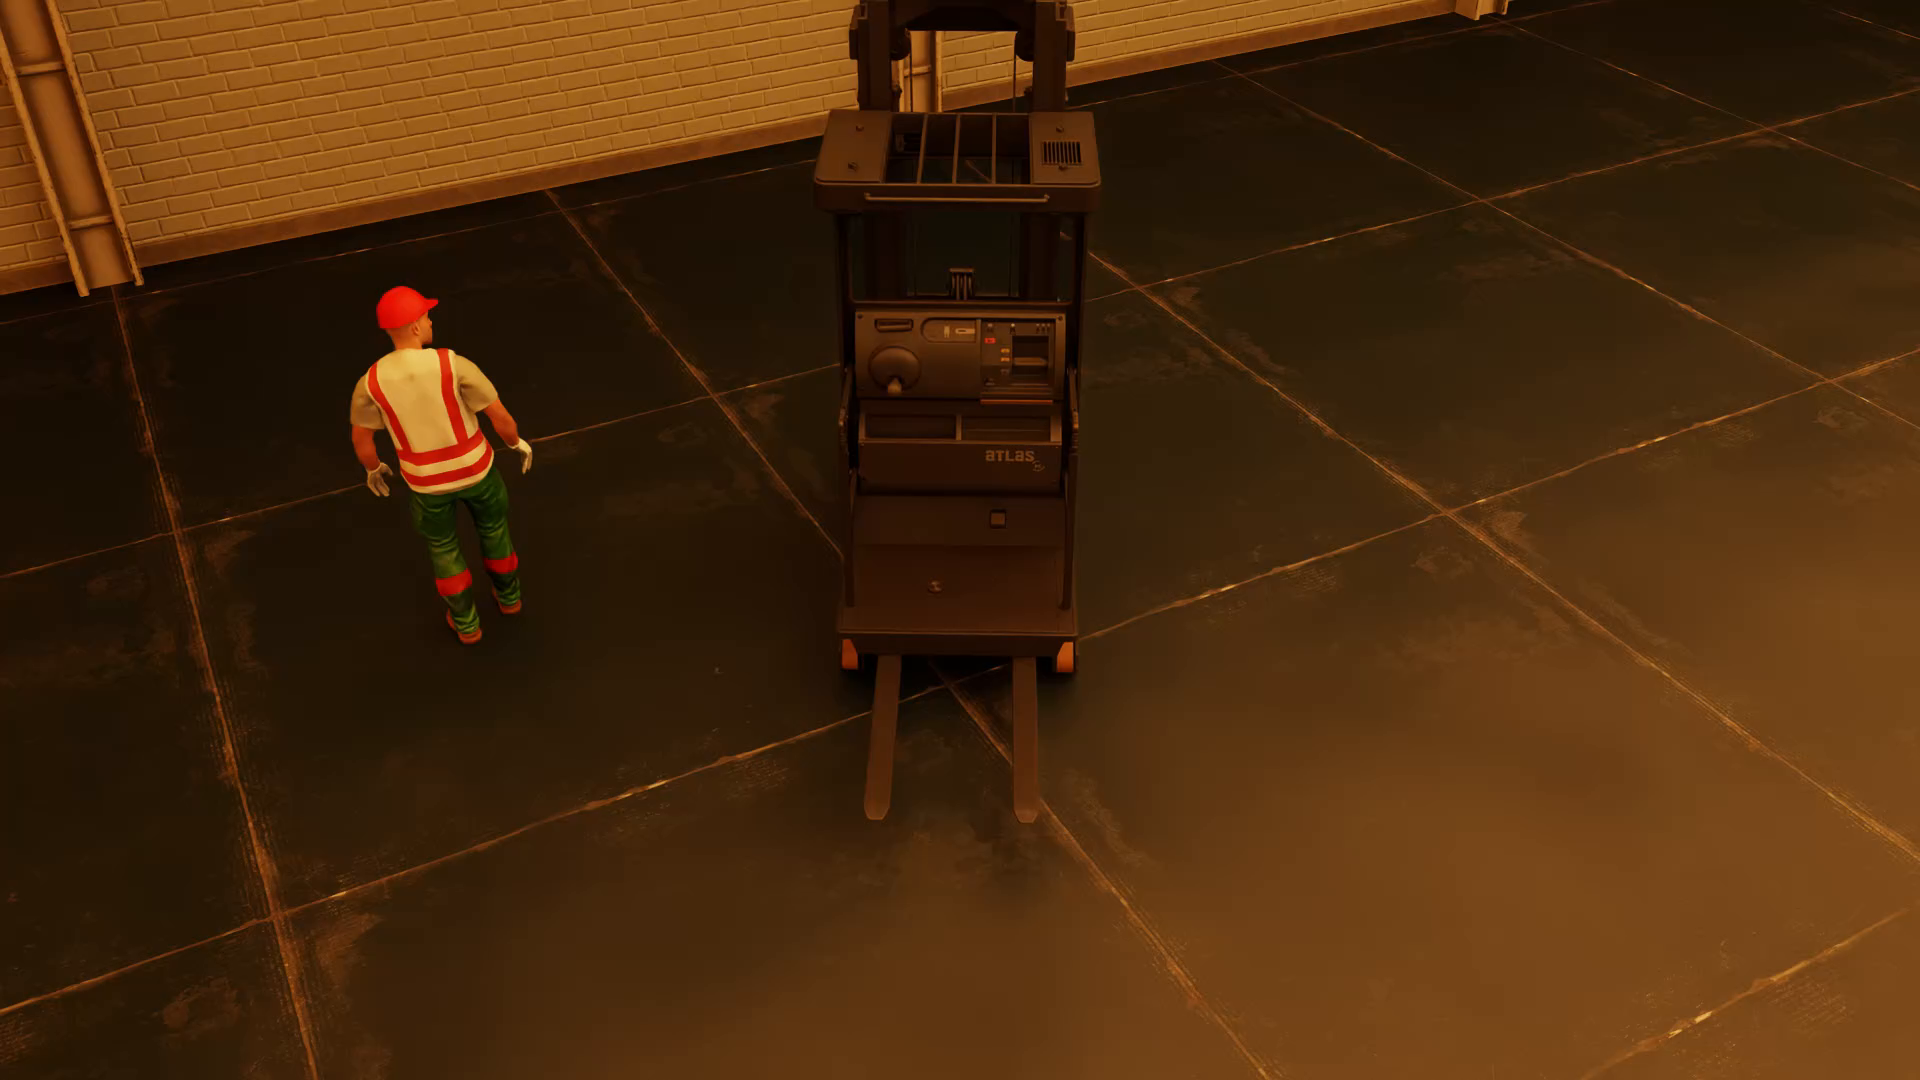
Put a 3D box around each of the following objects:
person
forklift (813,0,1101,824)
[{"bbox_3d":[-2.351,-0.355,7.634,0.754,1.770,0.500,-10,36,-14],"label":"person"},{"bbox_3d":[-0.002,-0.759,7.196,1.130,2.935,3.031,1,35,1],"label":"forklift"}]
